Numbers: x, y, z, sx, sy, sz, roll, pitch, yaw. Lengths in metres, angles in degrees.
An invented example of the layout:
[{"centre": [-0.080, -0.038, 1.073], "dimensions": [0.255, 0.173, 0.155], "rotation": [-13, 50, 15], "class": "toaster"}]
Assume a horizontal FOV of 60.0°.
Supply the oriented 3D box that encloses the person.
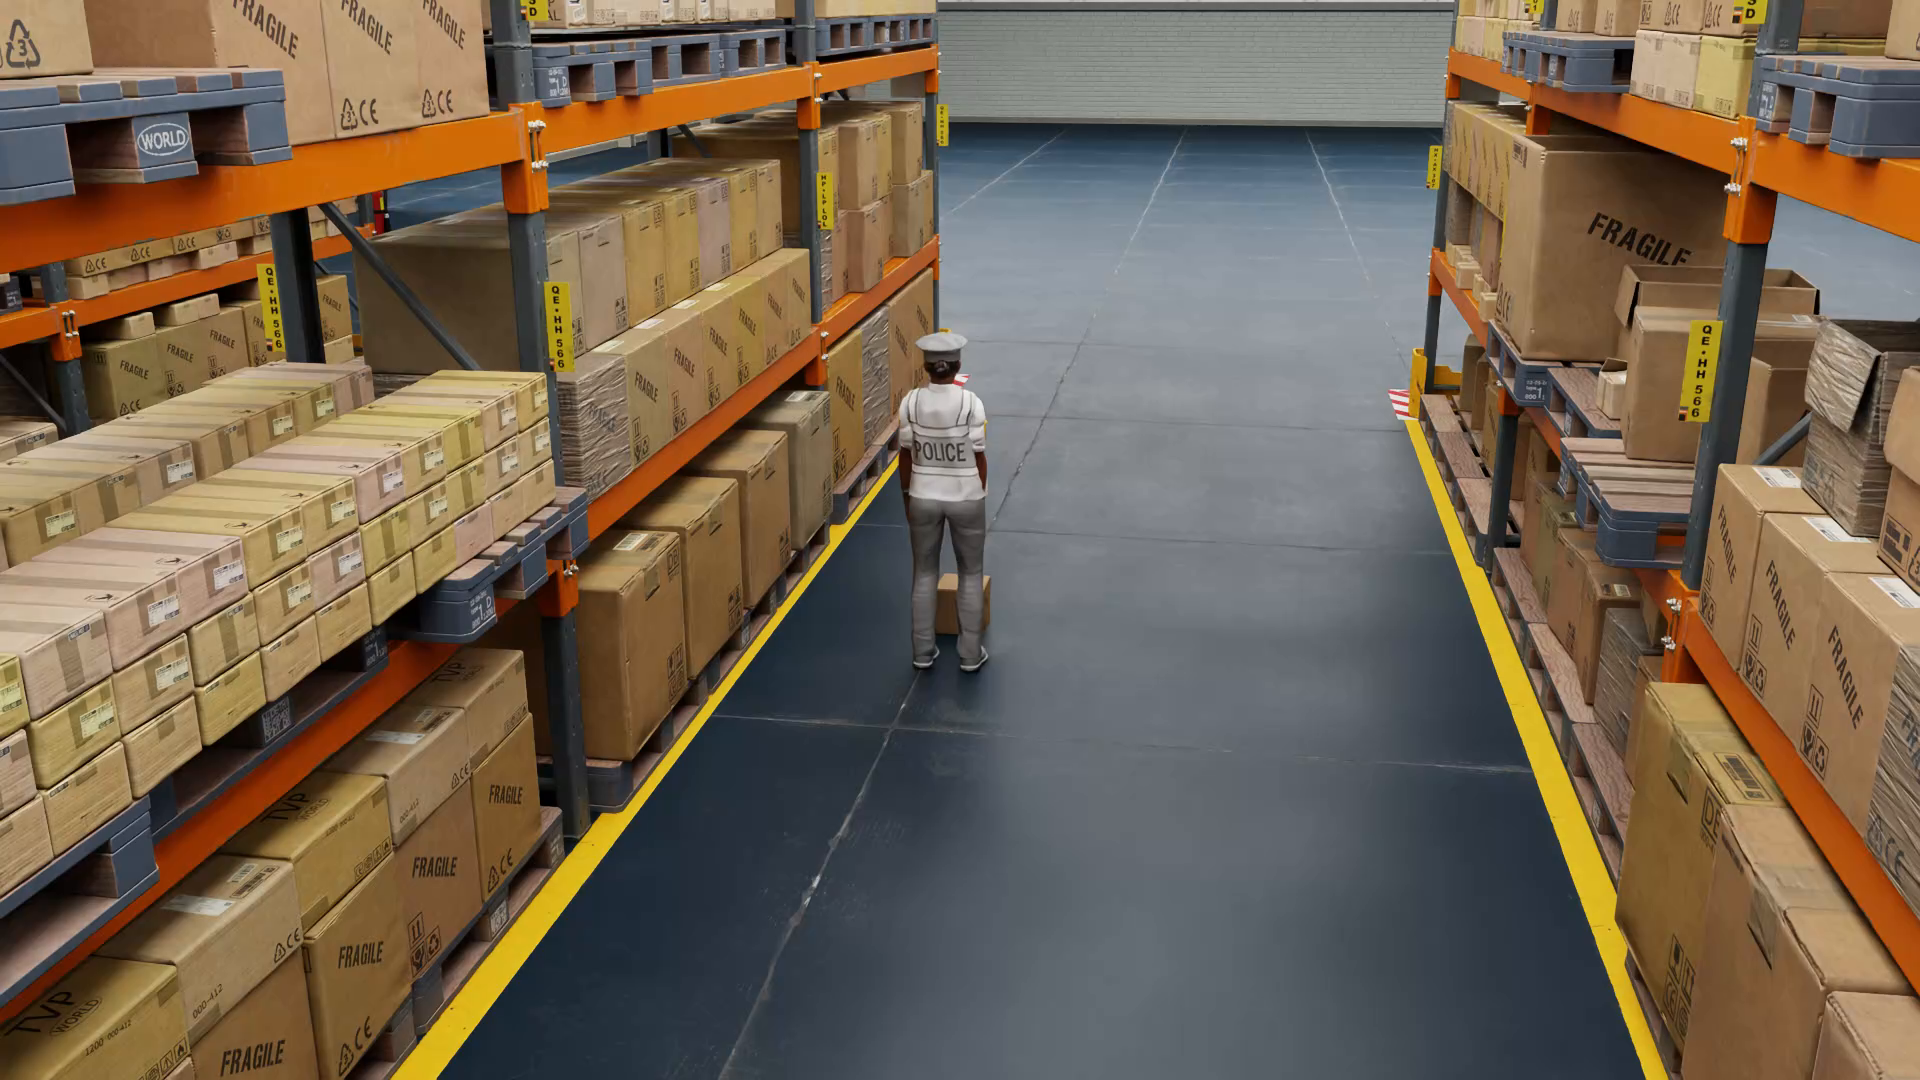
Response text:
[{"centre": [-0.080, -0.174, 8.106], "dimensions": [0.439, 1.659, 0.341], "rotation": [3, 18, 10], "class": "person"}]
